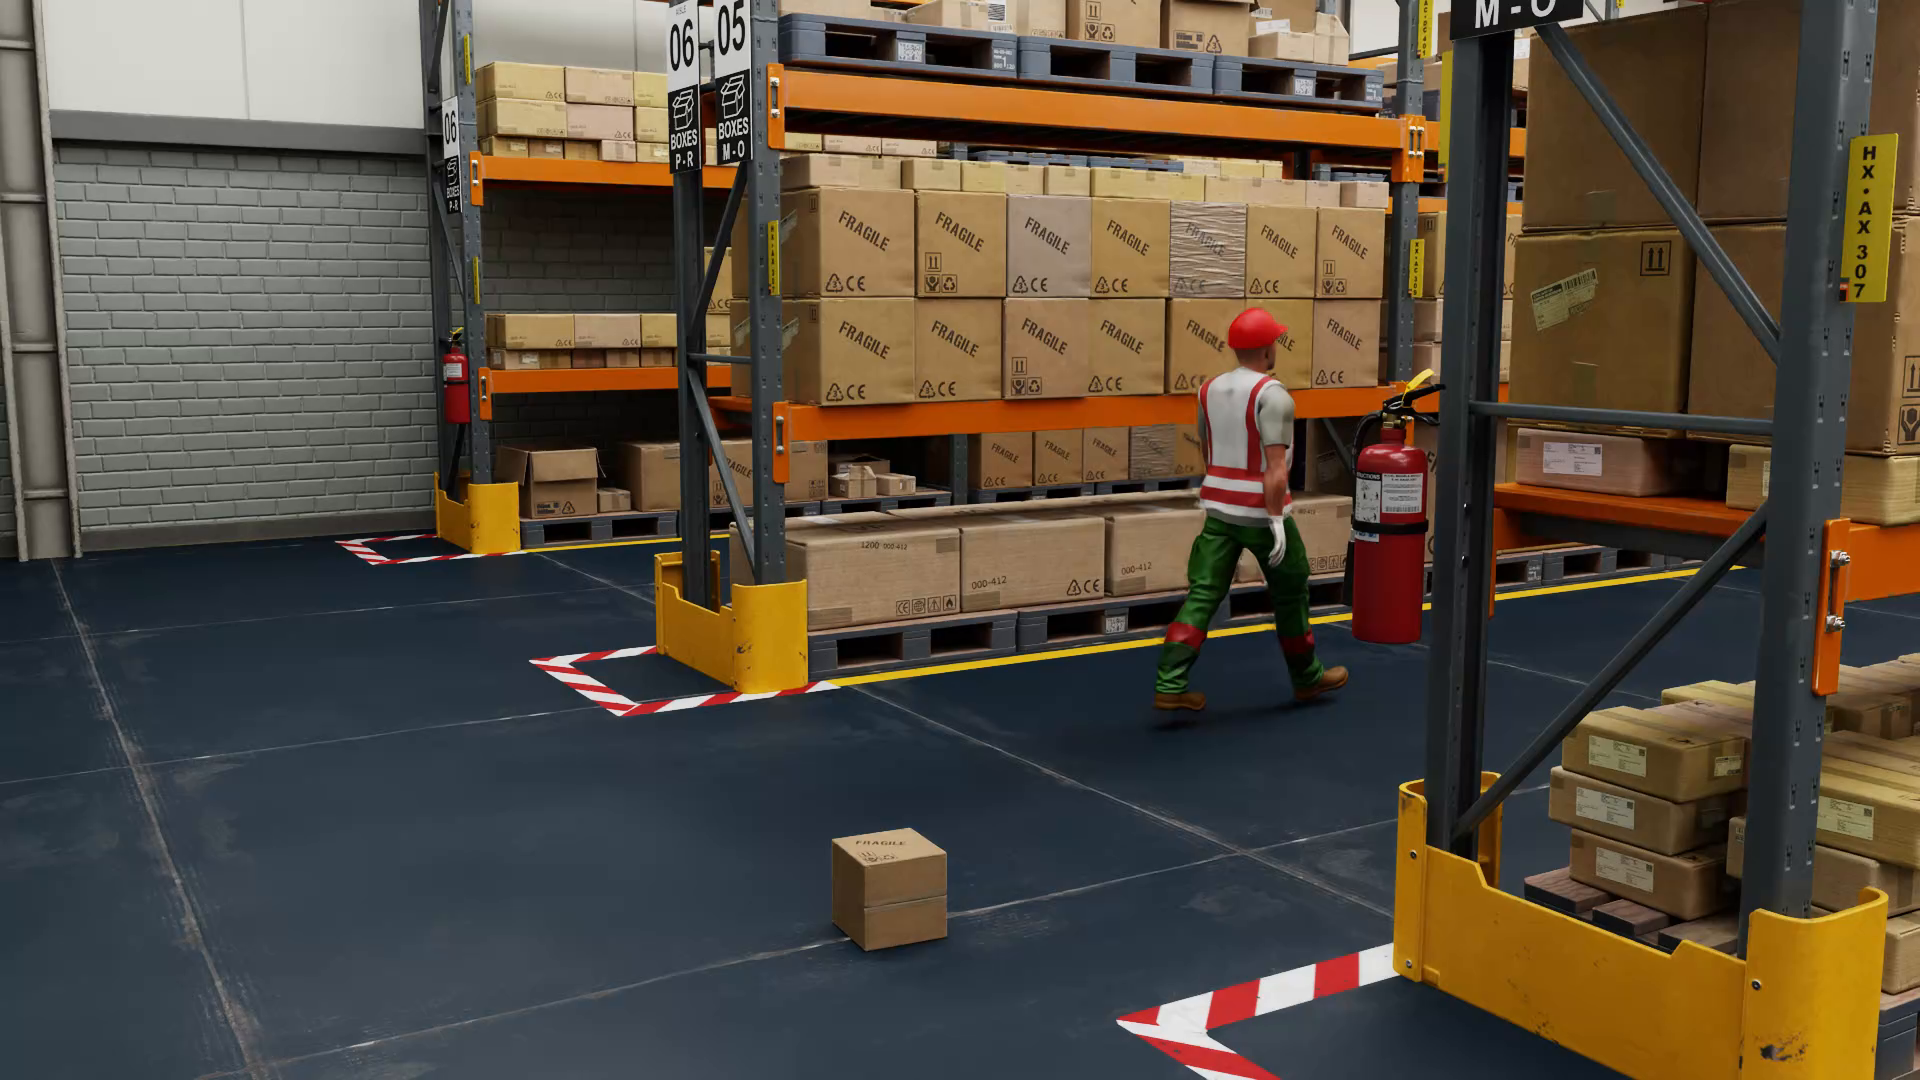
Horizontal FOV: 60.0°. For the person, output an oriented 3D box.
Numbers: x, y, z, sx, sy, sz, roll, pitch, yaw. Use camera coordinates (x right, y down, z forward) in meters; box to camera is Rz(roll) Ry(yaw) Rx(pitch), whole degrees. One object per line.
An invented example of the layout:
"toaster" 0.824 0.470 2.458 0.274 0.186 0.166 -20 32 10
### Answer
"person" 1.269 -0.125 7.153 1.108 1.734 0.569 -8 11 -43
